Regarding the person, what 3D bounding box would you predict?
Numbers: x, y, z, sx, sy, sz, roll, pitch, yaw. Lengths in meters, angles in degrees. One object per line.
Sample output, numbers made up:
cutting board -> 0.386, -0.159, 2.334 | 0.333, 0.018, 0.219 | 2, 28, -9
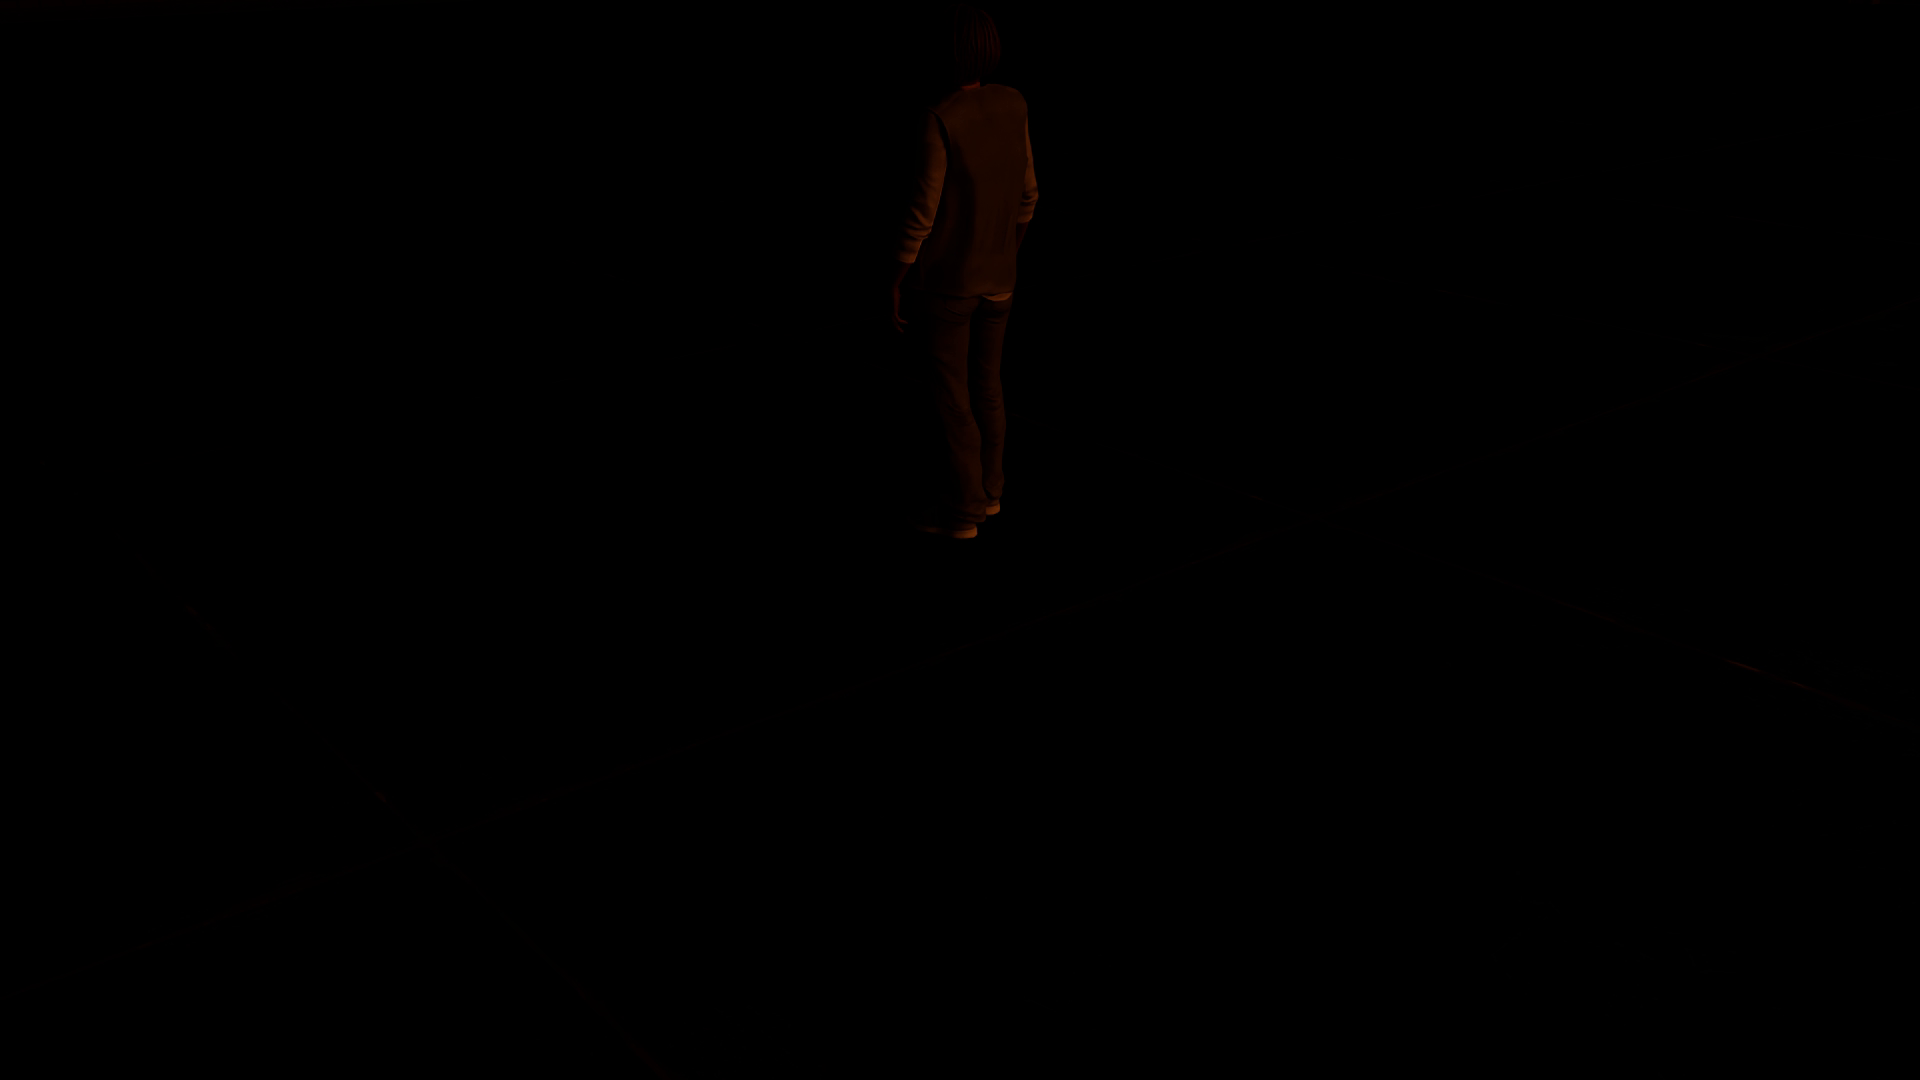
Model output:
person -> -0.036, -0.773, 4.953 | 0.520, 1.597, 0.475 | -17, 28, -37
